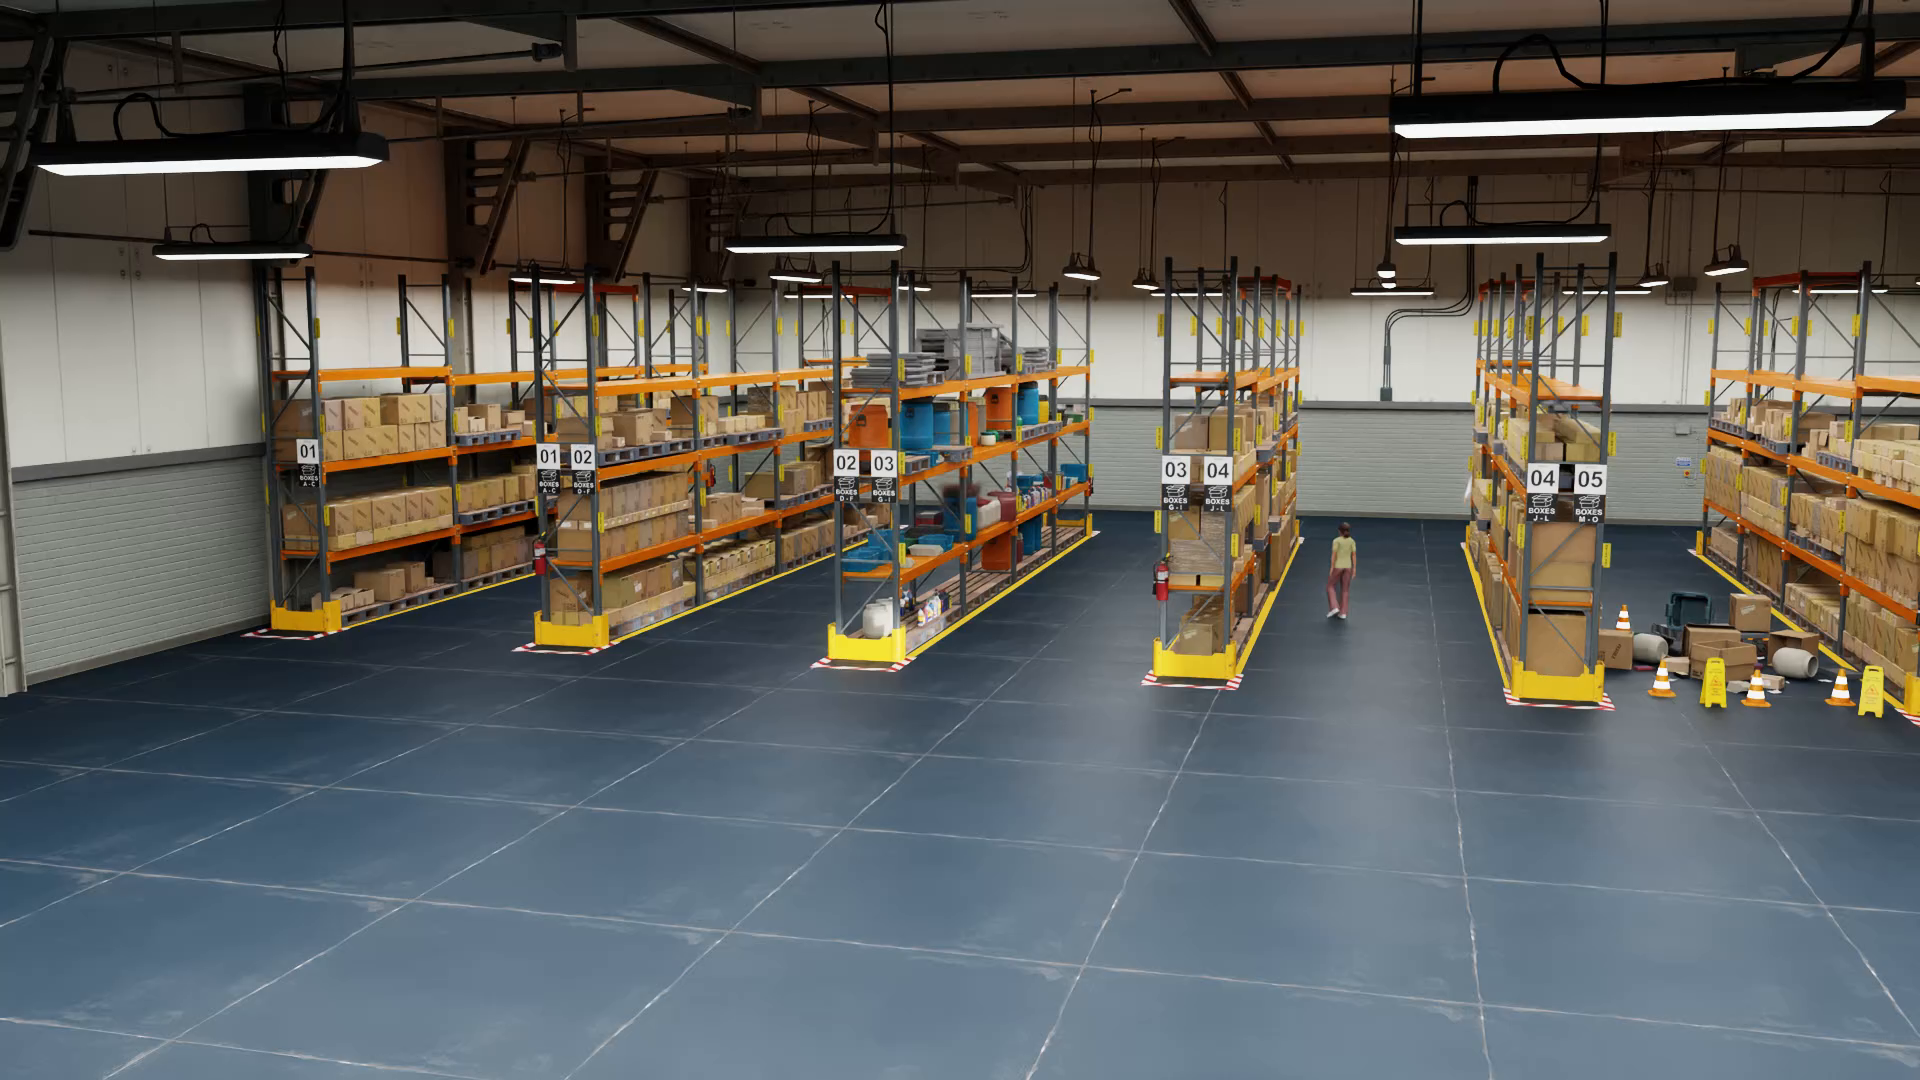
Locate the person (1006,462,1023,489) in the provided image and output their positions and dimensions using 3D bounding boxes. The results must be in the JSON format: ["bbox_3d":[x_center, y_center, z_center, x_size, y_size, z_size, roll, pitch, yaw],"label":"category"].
[{"bbox_3d":[1.368,-1.246,43.015,1.028,1.591,0.482,6,9,38],"label":"person"}]

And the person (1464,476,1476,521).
[{"bbox_3d":[12.619,-1.003,40.431,1.200,1.710,0.611,-7,10,-43],"label":"person"}]

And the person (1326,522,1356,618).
[{"bbox_3d":[6.621,0.531,28.850,0.488,1.691,0.396,-1,7,-10],"label":"person"}]
